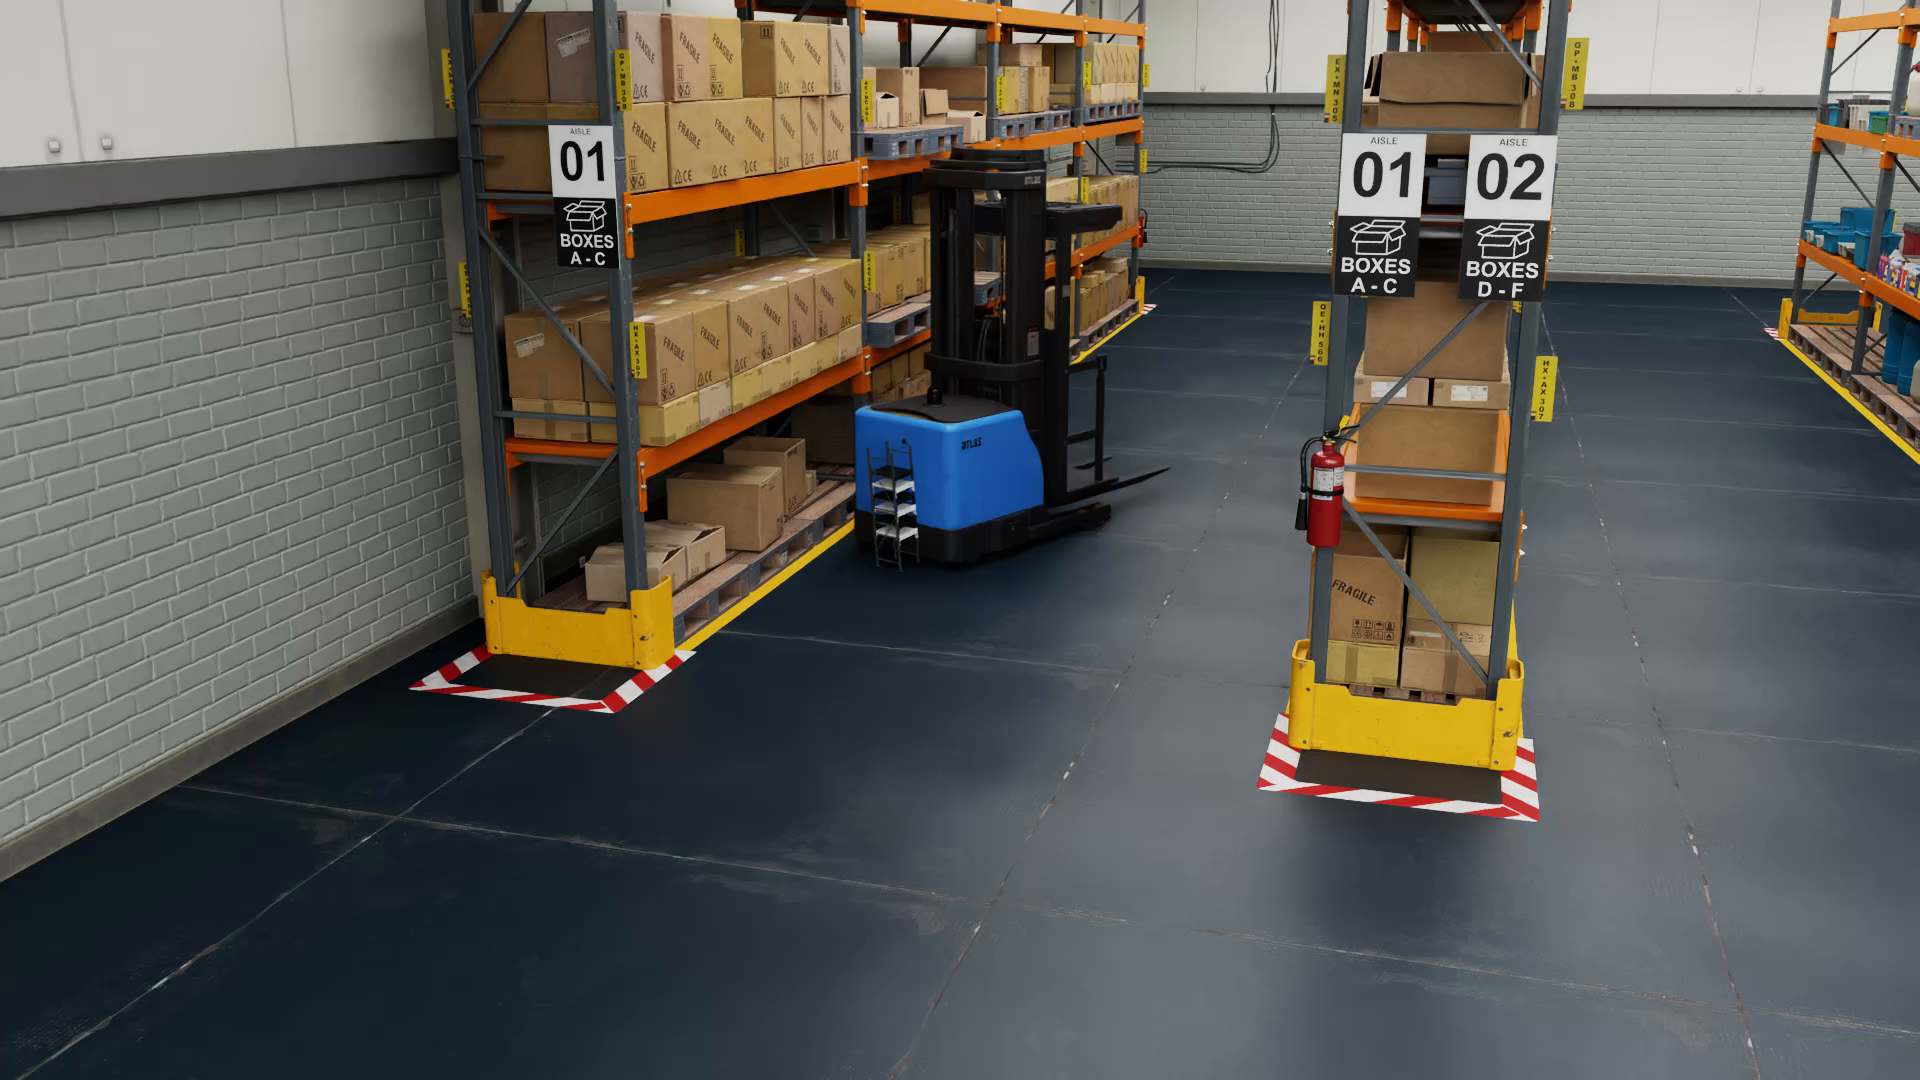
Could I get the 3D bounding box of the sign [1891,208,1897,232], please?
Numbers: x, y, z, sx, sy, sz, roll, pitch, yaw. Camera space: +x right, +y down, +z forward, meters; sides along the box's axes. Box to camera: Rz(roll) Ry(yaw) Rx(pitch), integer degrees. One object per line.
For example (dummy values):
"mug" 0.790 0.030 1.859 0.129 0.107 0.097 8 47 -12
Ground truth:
"sign" 12.192 -4.181 21.773 0.100 0.325 0.005 5 16 16

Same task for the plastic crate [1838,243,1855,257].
"plastic crate" 10.730 -3.475 19.957 0.293 0.136 0.466 5 16 16

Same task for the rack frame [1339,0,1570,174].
"rack frame" 2.365 -3.226 7.711 1.000 3.000 0.127 5 16 16

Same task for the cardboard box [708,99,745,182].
"cardboard box" -1.720 -2.566 10.661 0.500 0.500 0.500 5 17 18

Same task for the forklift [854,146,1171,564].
"forklift" 0.552 -1.571 12.996 1.130 2.935 3.031 14 21 40

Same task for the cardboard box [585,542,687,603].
"cardboard box" -2.102 0.185 10.801 0.500 0.311 0.500 3 16 10

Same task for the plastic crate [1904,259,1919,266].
"plastic crate" 10.793 -3.107 18.659 0.396 0.136 0.243 5 16 16

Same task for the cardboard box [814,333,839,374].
"cardboard box" -1.242 -1.430 12.611 0.500 0.250 0.500 5 17 16

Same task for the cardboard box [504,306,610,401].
"cardboard box" -2.455 -1.161 10.289 0.500 0.500 0.500 4 16 15

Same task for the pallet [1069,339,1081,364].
"pallet" 0.878 -2.313 20.598 1.003 0.211 1.213 5 16 16

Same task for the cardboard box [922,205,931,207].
"cardboard box" -0.181 -3.295 16.771 0.380 0.149 0.250 2 16 9

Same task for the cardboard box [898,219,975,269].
"cardboard box" -0.236 -2.952 16.750 0.700 0.500 0.500 3 16 9

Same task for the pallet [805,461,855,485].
"pallet" -1.029 -0.632 14.669 1.003 0.211 1.213 5 16 16

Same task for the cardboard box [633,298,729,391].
"cardboard box" -1.811 -1.251 10.607 0.500 0.500 0.500 5 16 16

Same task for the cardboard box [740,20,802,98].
"cardboard box" -1.415 -3.317 11.479 0.500 0.500 0.500 4 16 14

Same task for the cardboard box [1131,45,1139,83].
"cardboard box" 2.215 -6.678 23.327 0.500 0.500 0.500 5 16 16

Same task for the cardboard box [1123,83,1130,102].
"cardboard box" 2.061 -6.181 22.951 0.500 0.250 0.500 4 16 14

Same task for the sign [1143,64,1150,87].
"sign" 2.678 -6.694 23.958 0.100 0.325 0.005 5 16 16

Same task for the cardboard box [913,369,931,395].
"cardboard box" -0.638 -1.375 15.953 0.700 0.500 0.500 5 16 16

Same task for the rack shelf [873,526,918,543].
"rack shelf" -0.466 -0.042 12.077 0.258 0.077 0.200 12 26 37

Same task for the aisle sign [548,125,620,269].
"aisle sign" -2.118 -1.931 9.378 0.394 0.787 0.004 5 16 16

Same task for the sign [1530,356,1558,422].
"sign" 2.896 -0.750 8.244 0.100 0.325 0.005 5 16 16

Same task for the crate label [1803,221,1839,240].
"crate label" 11.274 -4.050 21.807 0.416 0.233 0.303 5 16 16

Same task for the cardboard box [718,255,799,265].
"cardboard box" -1.582 -1.961 13.109 0.500 0.500 0.500 4 16 15

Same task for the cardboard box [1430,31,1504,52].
"cardboard box" 3.715 -3.478 12.229 0.500 0.500 0.500 5 17 17

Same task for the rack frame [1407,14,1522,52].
"rack frame" 4.639 -5.319 15.090 1.000 3.000 0.127 5 16 16

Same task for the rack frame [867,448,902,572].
"rack frame" -0.542 -0.211 11.930 0.240 0.900 0.006 12 26 37

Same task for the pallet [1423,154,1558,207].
"pallet" 2.591 -1.923 8.778 1.003 0.211 1.213 5 16 16

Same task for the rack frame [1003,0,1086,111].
"rack frame" 1.025 -6.748 20.131 1.000 3.000 0.127 5 16 16

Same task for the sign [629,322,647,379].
"sign" -1.865 -1.097 9.614 0.100 0.325 0.005 5 16 16

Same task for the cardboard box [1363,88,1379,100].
"cardboard box" 2.598 -2.476 9.703 0.500 0.311 0.500 7 17 22

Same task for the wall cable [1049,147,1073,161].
"wall cable" 1.619 -5.806 25.940 0.084 1.984 1.851 5 16 16

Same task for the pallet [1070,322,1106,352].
"pallet" 1.316 -2.714 22.010 1.003 0.211 1.213 5 16 16

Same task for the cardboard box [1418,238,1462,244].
"cardboard box" 3.097 -1.679 10.690 0.700 0.500 0.500 5 16 16

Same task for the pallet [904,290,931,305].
"pallet" -0.635 -2.202 15.449 1.003 0.211 1.213 5 16 16

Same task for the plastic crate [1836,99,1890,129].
"plastic crate" 10.963 -5.175 20.195 0.504 0.338 0.767 5 16 16

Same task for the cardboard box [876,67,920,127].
"cardboard box" -0.666 -3.922 14.710 0.500 0.500 0.500 4 16 14

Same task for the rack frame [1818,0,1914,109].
"rack frame" 11.660 -7.027 21.112 1.000 3.000 0.127 5 16 16

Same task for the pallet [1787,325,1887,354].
"pallet" 11.389 -2.586 21.561 1.003 0.211 1.213 5 16 16

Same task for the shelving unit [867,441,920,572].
"shelving unit" -0.479 -0.242 12.004 0.258 0.900 0.210 12 26 37

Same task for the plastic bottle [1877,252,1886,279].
"plastic bottle" 10.010 -2.975 18.035 0.061 0.283 0.133 5 16 16

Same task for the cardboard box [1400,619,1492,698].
"cardboard box" 2.731 0.658 9.282 0.500 0.250 0.500 5 16 16

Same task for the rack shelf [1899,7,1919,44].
"rack shelf" 9.955 -4.918 15.730 1.077 0.370 4.000 5 16 16

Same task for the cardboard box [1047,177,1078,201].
"cardboard box" 1.137 -4.282 20.289 0.500 0.250 0.500 5 17 17

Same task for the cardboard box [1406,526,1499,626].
"cardboard box" 2.871 0.166 9.641 0.500 0.500 0.500 5 16 16

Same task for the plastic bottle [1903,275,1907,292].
"plastic bottle" 9.704 -2.636 16.992 0.097 0.201 0.097 0 16 0

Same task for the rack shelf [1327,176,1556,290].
"rack shelf" 2.934 -1.960 10.063 1.077 0.370 4.000 5 16 16

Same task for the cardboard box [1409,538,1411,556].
"cardboard box" 2.786 0.093 11.273 0.500 0.250 0.500 5 16 16

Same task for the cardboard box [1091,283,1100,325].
"cardboard box" 1.482 -3.181 22.357 0.700 0.500 0.500 4 16 15

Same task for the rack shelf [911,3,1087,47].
"rack shelf" 0.457 -5.687 18.439 1.077 0.370 4.000 5 16 16

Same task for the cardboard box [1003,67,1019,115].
"cardboard box" 0.241 -4.936 18.250 0.700 0.500 0.500 6 17 19

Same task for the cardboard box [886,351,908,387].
"cardboard box" -0.789 -1.585 15.321 0.500 0.250 0.500 4 16 14

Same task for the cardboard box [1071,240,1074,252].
"cardboard box" 1.200 -3.641 20.592 0.380 0.149 0.250 5 17 16

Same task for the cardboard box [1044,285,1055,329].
"cardboard box" 0.715 -2.617 19.730 0.750 0.750 0.750 5 17 18

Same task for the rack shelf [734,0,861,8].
"rack shelf" -1.817 -3.785 11.005 1.077 0.370 4.000 5 16 16

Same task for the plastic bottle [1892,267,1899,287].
"plastic bottle" 9.836 -2.758 17.418 0.097 0.201 0.097 0 16 0

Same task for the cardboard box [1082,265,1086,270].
"cardboard box" 1.544 -3.746 23.161 0.380 0.149 0.250 5 17 16
